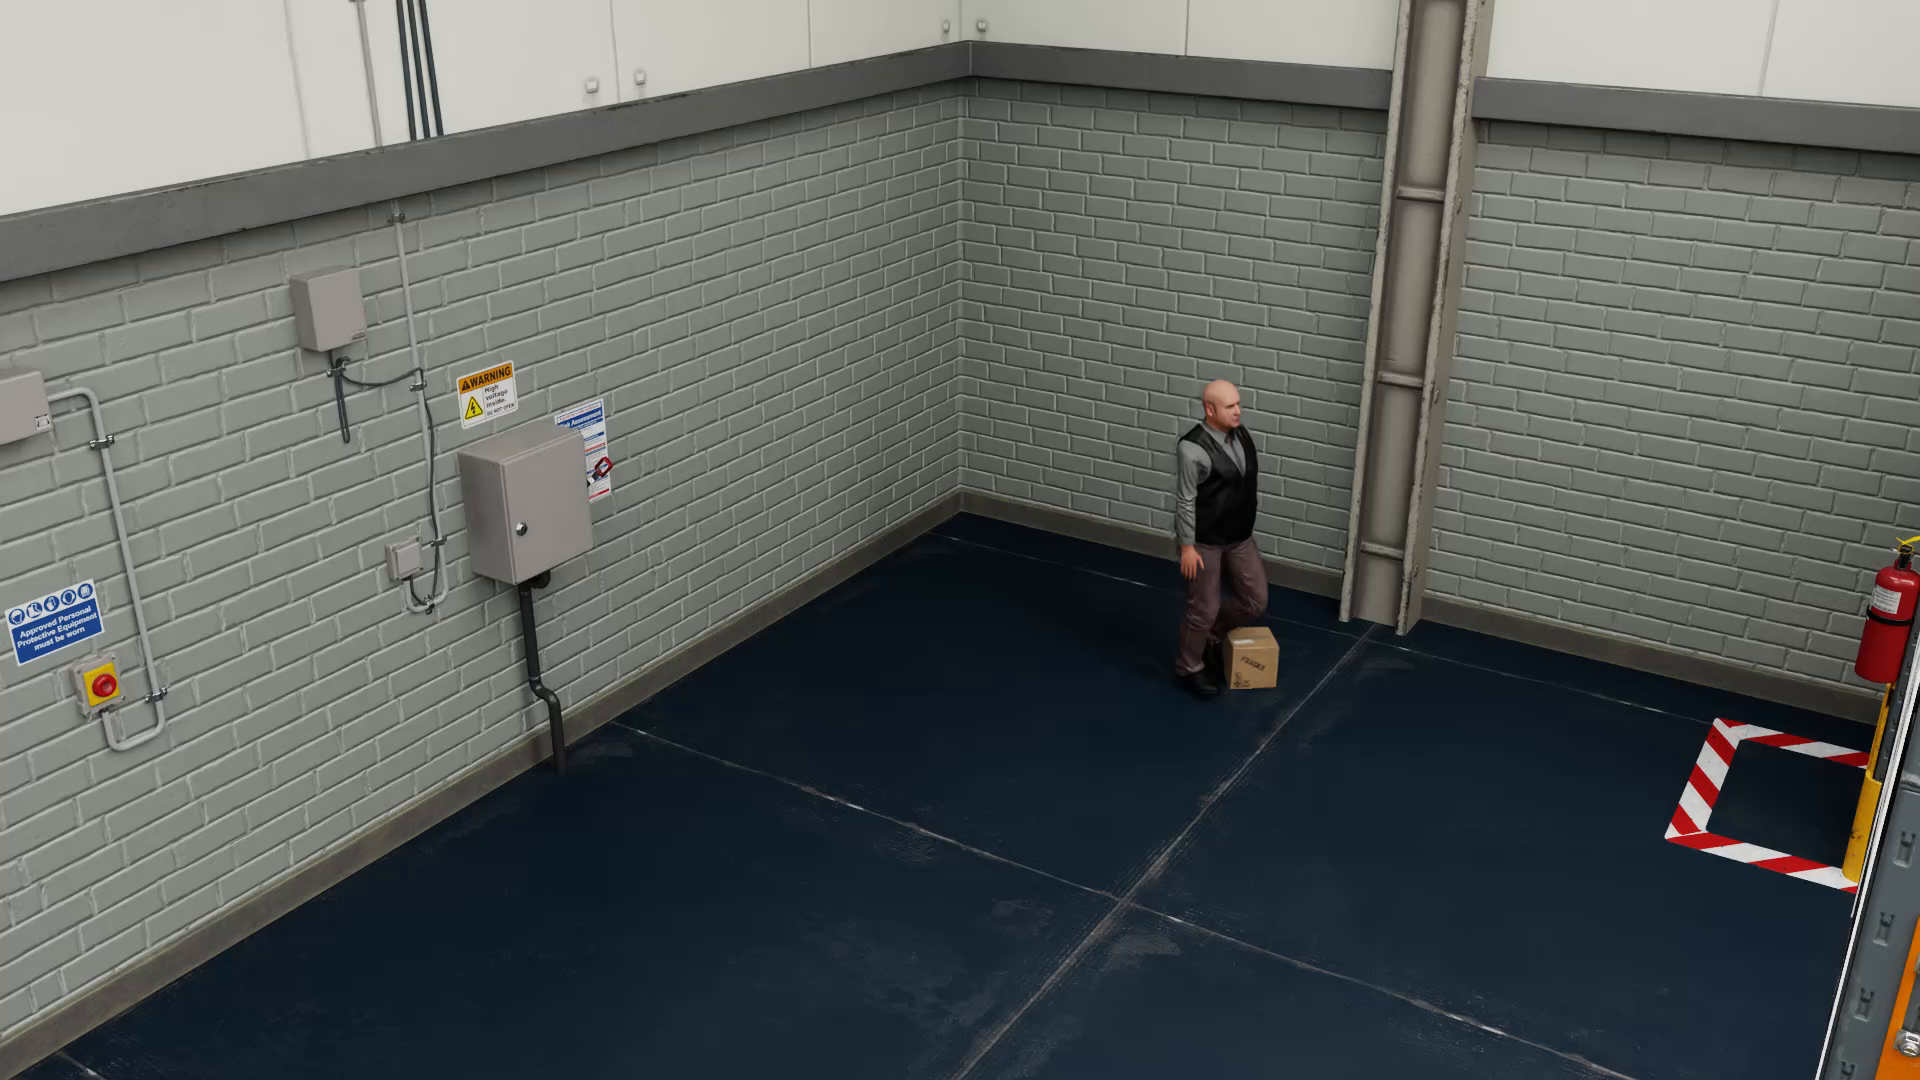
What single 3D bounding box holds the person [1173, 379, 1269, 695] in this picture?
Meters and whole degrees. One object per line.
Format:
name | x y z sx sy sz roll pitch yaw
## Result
person | 1.321 -0.010 8.585 0.560 1.711 0.469 -18 29 -36
